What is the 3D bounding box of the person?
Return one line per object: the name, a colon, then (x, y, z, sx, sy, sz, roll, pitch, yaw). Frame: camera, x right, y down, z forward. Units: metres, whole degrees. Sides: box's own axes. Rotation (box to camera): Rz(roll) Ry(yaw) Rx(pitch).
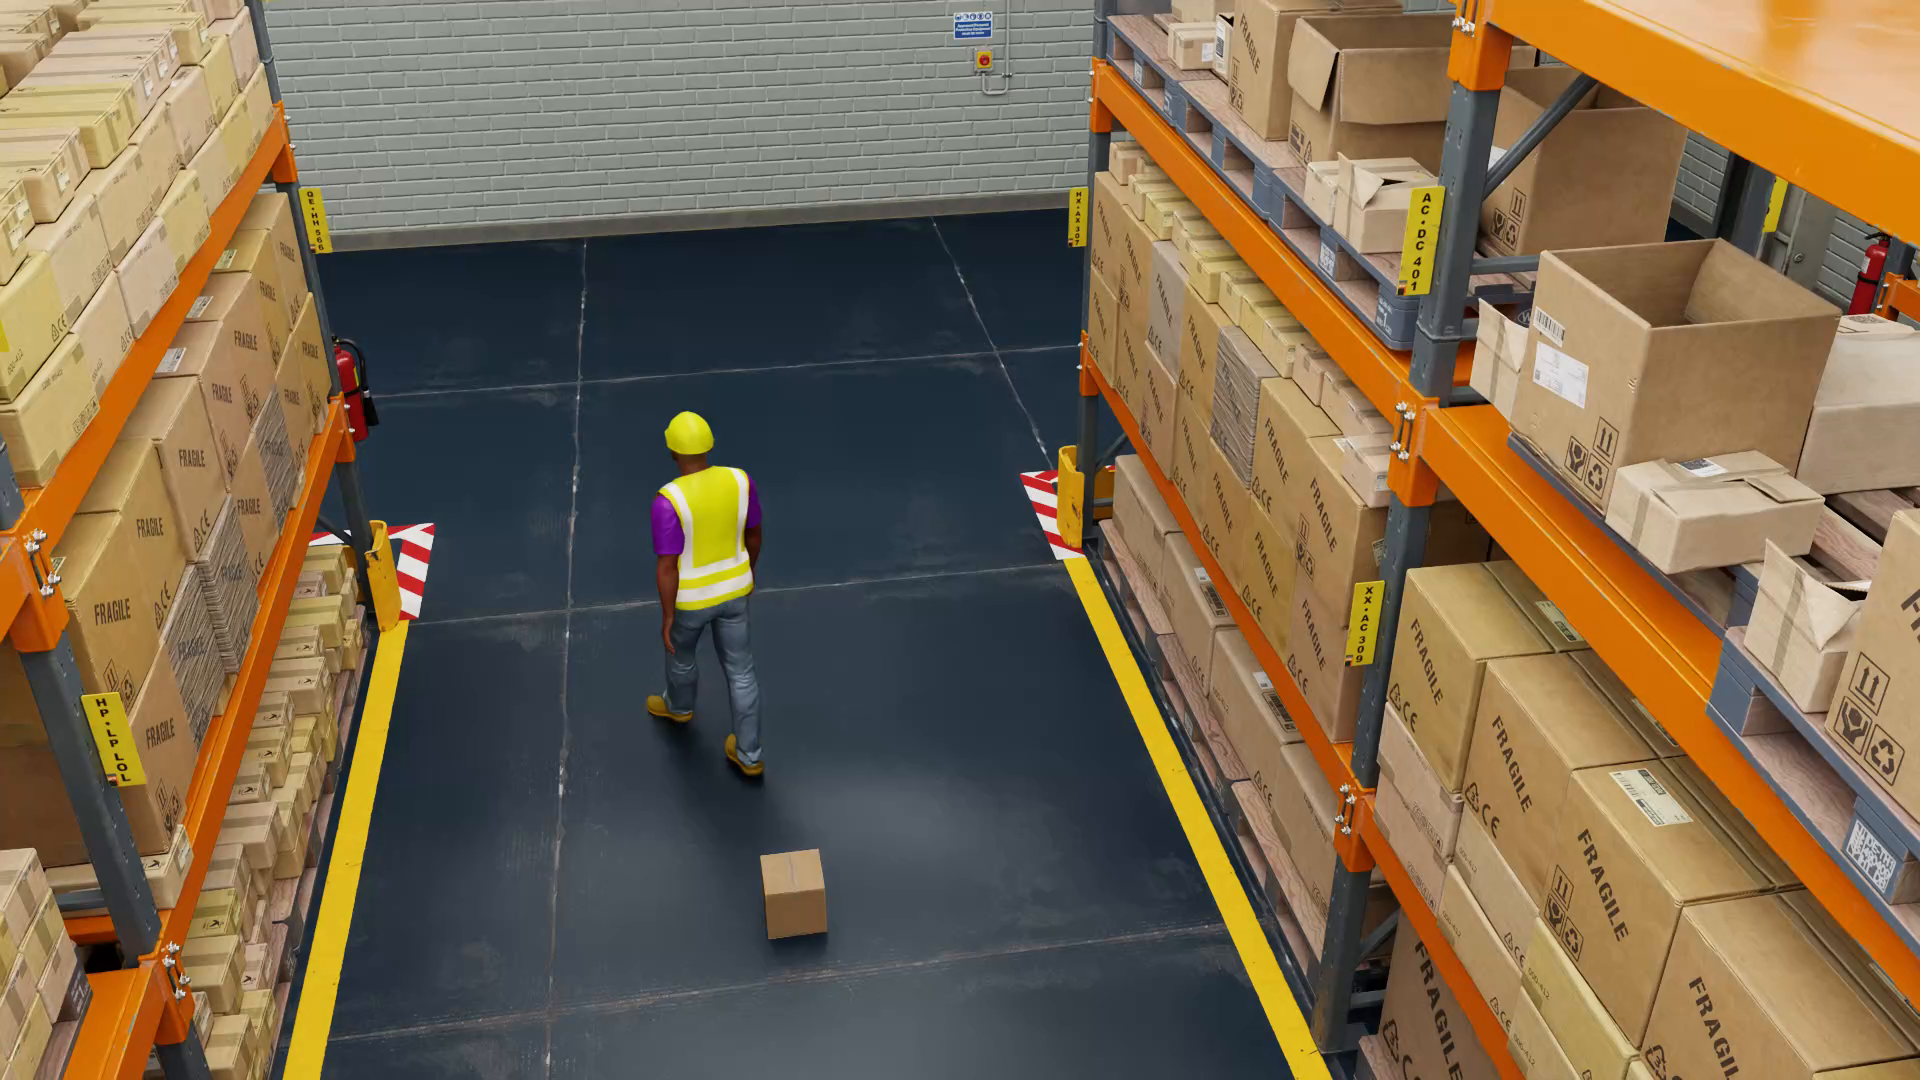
person: (-1.185, 0.213, 7.747, 0.605, 1.734, 0.879, -17, 35, -26)
